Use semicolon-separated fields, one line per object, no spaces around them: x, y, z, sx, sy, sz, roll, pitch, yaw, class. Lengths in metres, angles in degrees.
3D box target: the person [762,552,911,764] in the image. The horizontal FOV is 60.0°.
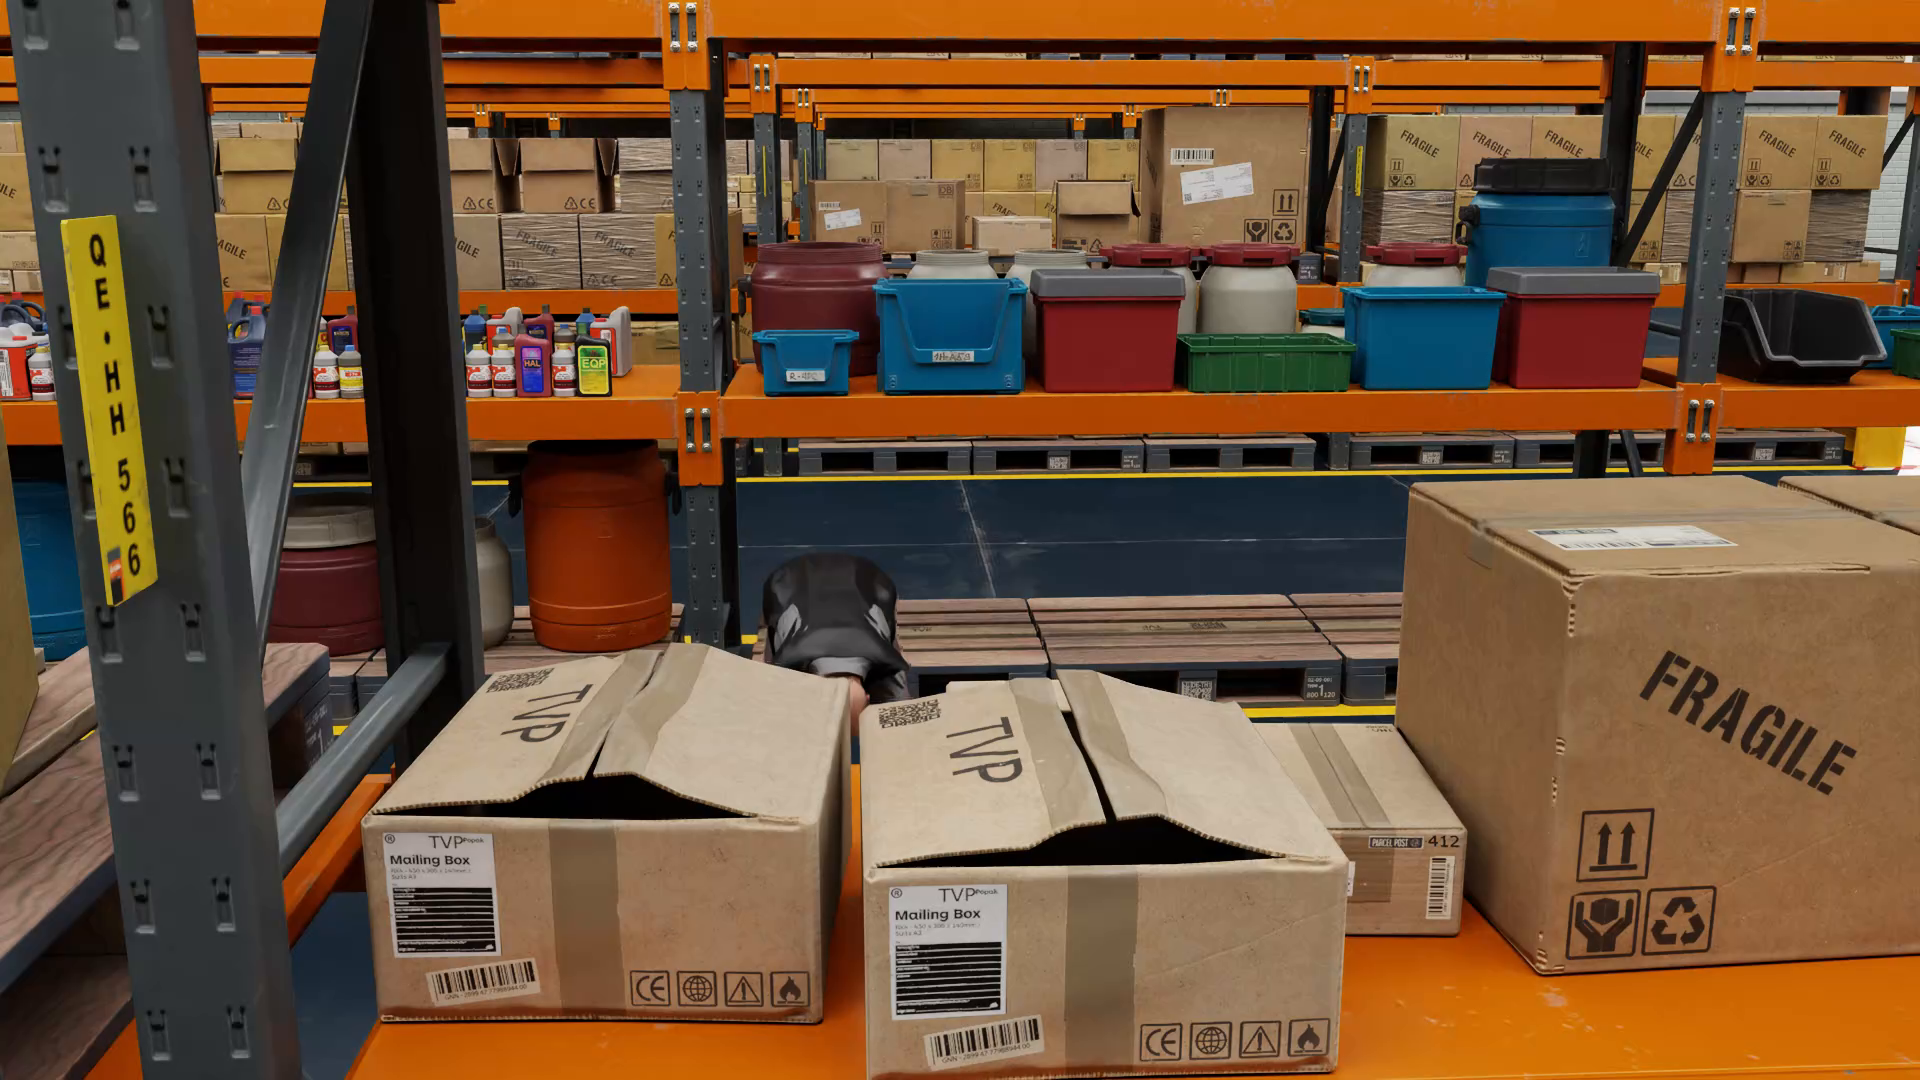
-0.398;0.554;5.387;0.515;0.945;0.945;-1;14;-6;person
